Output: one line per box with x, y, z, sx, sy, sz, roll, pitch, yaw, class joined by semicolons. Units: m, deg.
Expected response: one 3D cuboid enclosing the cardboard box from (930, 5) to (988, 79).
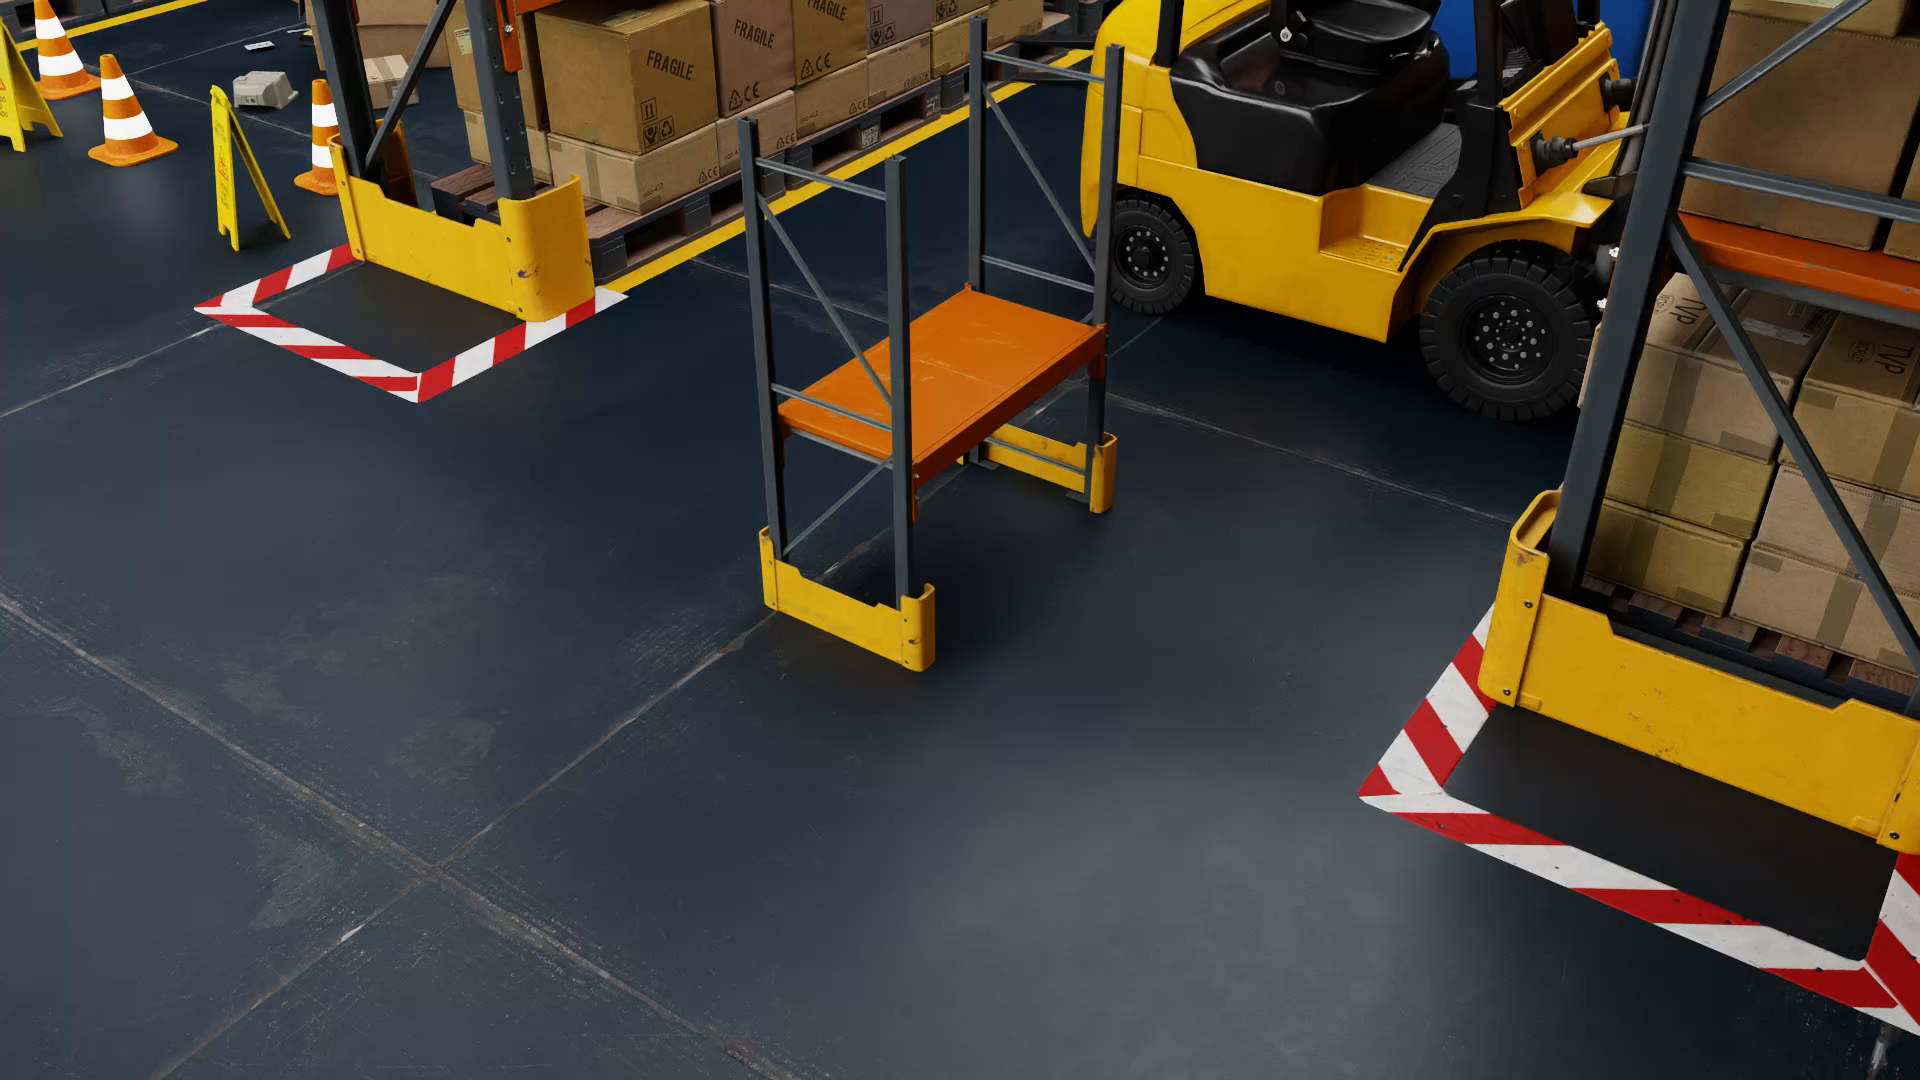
-0.198;-2.580;8.468;0.500;0.250;0.500;20;39;27;cardboard box

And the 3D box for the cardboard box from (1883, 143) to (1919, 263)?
2.524;-0.908;3.825;0.500;0.500;0.500;23;40;30;cardboard box

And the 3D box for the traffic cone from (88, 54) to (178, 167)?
-3.987;-2.068;7.895;0.336;0.463;0.334;21;39;28;traffic cone

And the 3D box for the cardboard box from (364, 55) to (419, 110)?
-2.979;-2.378;8.633;0.250;0.149;0.380;-15;37;-21;cardboard box

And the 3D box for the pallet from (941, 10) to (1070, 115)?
-0.140;-2.676;9.019;1.003;0.211;1.213;21;39;28;pallet

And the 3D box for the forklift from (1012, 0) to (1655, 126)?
1.781;-3.470;7.765;3.031;2.935;1.130;1;34;1;forklift

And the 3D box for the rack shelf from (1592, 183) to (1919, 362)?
3.153;-1.349;5.210;1.077;0.370;4.000;21;39;28;rack shelf

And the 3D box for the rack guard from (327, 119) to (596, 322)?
-2.023;-1.310;6.741;1.175;0.500;0.348;21;39;28;rack guard

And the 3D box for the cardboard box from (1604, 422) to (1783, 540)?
2.034;-0.293;4.639;0.500;0.250;0.500;21;39;28;cardboard box

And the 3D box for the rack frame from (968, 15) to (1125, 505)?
0.241;-0.816;5.118;0.500;1.500;0.032;21;39;28;rack frame

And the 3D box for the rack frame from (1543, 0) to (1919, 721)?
2.013;-0.727;3.647;1.000;3.000;0.127;21;39;28;rack frame

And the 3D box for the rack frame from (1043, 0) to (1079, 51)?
0.214;-4.152;8.711;1.000;3.000;0.127;21;39;28;rack frame

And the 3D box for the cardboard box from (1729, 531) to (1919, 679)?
2.454;0.075;4.542;0.500;0.250;0.500;21;40;28;cardboard box

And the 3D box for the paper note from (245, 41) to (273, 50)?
-3.926;-2.775;9.327;0.142;0.017;0.144;-22;40;-29;paper note

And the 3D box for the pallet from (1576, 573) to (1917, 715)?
2.415;0.063;4.969;1.003;0.211;1.213;21;39;28;pallet

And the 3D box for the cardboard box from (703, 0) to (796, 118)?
-1.072;-2.192;7.224;0.500;0.500;0.500;20;39;27;cardboard box

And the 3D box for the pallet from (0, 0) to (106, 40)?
-5.799;-3.083;9.621;1.003;0.211;1.213;21;39;28;pallet

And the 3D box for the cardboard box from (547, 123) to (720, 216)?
-1.380;-1.629;7.060;0.500;0.250;0.500;21;39;28;cardboard box

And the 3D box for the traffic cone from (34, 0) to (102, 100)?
-4.722;-2.585;8.660;0.336;0.463;0.334;21;39;28;traffic cone

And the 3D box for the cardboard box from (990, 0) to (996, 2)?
0.097;-3.139;8.624;0.500;0.500;0.500;21;39;28;cardboard box

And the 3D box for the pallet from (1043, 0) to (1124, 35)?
0.657;-3.355;10.023;1.003;0.211;1.213;21;39;28;pallet

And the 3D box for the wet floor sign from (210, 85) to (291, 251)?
-3.054;-1.590;7.025;0.232;0.644;0.267;-22;40;-29;wet floor sign

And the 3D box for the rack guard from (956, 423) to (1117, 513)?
0.240;-0.298;5.467;0.587;0.250;0.087;21;39;28;rack guard

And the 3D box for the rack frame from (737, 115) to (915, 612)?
-0.338;-0.348;4.426;0.500;1.500;0.032;21;39;28;rack frame

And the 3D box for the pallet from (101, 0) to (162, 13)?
-5.103;-3.642;10.447;1.003;0.211;1.213;21;39;28;pallet

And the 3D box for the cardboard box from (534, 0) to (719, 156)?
-1.367;-1.950;6.867;0.500;0.500;0.500;20;39;27;cardboard box

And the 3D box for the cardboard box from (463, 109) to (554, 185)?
-1.813;-1.815;7.335;0.500;0.250;0.500;21;39;28;cardboard box

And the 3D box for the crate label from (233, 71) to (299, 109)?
-3.590;-2.314;8.550;0.250;0.136;0.298;3;34;4;crate label

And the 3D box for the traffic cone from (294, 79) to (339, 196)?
-2.881;-1.870;7.602;0.336;0.463;0.334;21;39;28;traffic cone

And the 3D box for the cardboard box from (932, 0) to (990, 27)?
-0.191;-2.904;8.277;0.500;0.500;0.500;22;40;29;cardboard box

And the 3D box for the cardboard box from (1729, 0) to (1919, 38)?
1.981;-1.286;3.806;0.380;0.149;0.250;22;40;29;cardboard box

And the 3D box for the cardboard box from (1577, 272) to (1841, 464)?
2.019;-0.488;4.480;0.500;0.250;0.500;23;40;30;cardboard box

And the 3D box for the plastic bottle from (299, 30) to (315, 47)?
-3.616;-2.878;9.451;0.133;0.061;0.283;8;35;12;plastic bottle

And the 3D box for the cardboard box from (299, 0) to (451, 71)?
-3.145;-2.894;9.080;0.797;0.503;0.637;-3;34;-4;cardboard box

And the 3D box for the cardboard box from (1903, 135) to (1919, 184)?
2.381;-1.315;4.427;0.500;0.500;0.500;23;40;30;cardboard box

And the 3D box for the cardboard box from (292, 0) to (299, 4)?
-3.952;-3.609;10.139;0.500;0.500;0.500;29;44;36;cardboard box

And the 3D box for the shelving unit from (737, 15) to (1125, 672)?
-0.043;-0.586;4.778;0.587;1.500;1.083;21;39;28;shelving unit

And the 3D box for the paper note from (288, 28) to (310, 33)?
-3.810;-2.937;9.584;0.123;0.001;0.032;-15;37;-21;paper note

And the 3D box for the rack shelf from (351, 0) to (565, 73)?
-0.926;-2.933;7.552;1.077;0.370;4.000;21;39;28;rack shelf

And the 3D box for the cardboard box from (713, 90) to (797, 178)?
-1.082;-1.861;7.404;0.500;0.250;0.500;23;40;30;cardboard box

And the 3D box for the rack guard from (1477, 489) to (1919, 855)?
1.999;0.320;4.331;1.175;0.500;0.348;21;39;28;rack guard

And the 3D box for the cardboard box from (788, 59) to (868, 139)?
-0.782;-2.116;7.781;0.500;0.250;0.500;24;41;31;cardboard box

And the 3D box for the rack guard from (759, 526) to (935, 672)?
-0.327;0.161;4.789;0.587;0.250;0.087;21;39;28;rack guard

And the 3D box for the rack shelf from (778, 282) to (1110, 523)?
-0.049;-0.433;4.873;0.538;0.185;1.000;21;39;28;rack shelf

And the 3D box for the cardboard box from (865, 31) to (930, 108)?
-0.491;-2.348;8.124;0.500;0.250;0.500;22;40;29;cardboard box

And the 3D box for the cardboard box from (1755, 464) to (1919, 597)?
2.452;-0.119;4.382;0.500;0.250;0.500;22;40;29;cardboard box

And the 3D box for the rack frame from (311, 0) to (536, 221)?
-2.067;-2.311;5.989;1.000;3.000;0.127;21;39;28;rack frame

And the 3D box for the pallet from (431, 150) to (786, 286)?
-1.531;-1.553;7.358;1.003;0.211;1.213;21;39;28;pallet

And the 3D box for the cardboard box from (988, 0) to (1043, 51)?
0.098;-2.829;8.835;0.500;0.250;0.500;23;40;30;cardboard box

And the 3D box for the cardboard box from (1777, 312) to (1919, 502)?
2.443;-0.337;4.257;0.500;0.250;0.500;21;39;28;cardboard box

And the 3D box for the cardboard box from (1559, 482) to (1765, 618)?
2.021;-0.079;4.769;0.500;0.250;0.500;22;40;28;cardboard box

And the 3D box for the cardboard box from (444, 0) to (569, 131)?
-1.824;-2.108;7.100;0.500;0.500;0.500;22;40;28;cardboard box

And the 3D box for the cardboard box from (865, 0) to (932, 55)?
-0.481;-2.669;7.930;0.500;0.500;0.500;24;41;31;cardboard box

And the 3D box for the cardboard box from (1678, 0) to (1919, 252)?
2.078;-1.079;4.078;0.500;0.500;0.500;20;39;27;cardboard box

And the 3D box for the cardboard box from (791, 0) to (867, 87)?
-0.779;-2.421;7.562;0.500;0.500;0.500;22;40;29;cardboard box

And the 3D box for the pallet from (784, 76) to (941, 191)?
-0.835;-2.112;8.185;1.003;0.211;1.213;21;39;28;pallet

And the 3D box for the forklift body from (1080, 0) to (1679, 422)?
1.596;-1.831;6.037;2.313;2.155;1.214;21;39;28;forklift body

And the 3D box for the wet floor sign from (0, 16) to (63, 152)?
-4.581;-2.224;7.963;0.267;0.644;0.232;14;37;20;wet floor sign
